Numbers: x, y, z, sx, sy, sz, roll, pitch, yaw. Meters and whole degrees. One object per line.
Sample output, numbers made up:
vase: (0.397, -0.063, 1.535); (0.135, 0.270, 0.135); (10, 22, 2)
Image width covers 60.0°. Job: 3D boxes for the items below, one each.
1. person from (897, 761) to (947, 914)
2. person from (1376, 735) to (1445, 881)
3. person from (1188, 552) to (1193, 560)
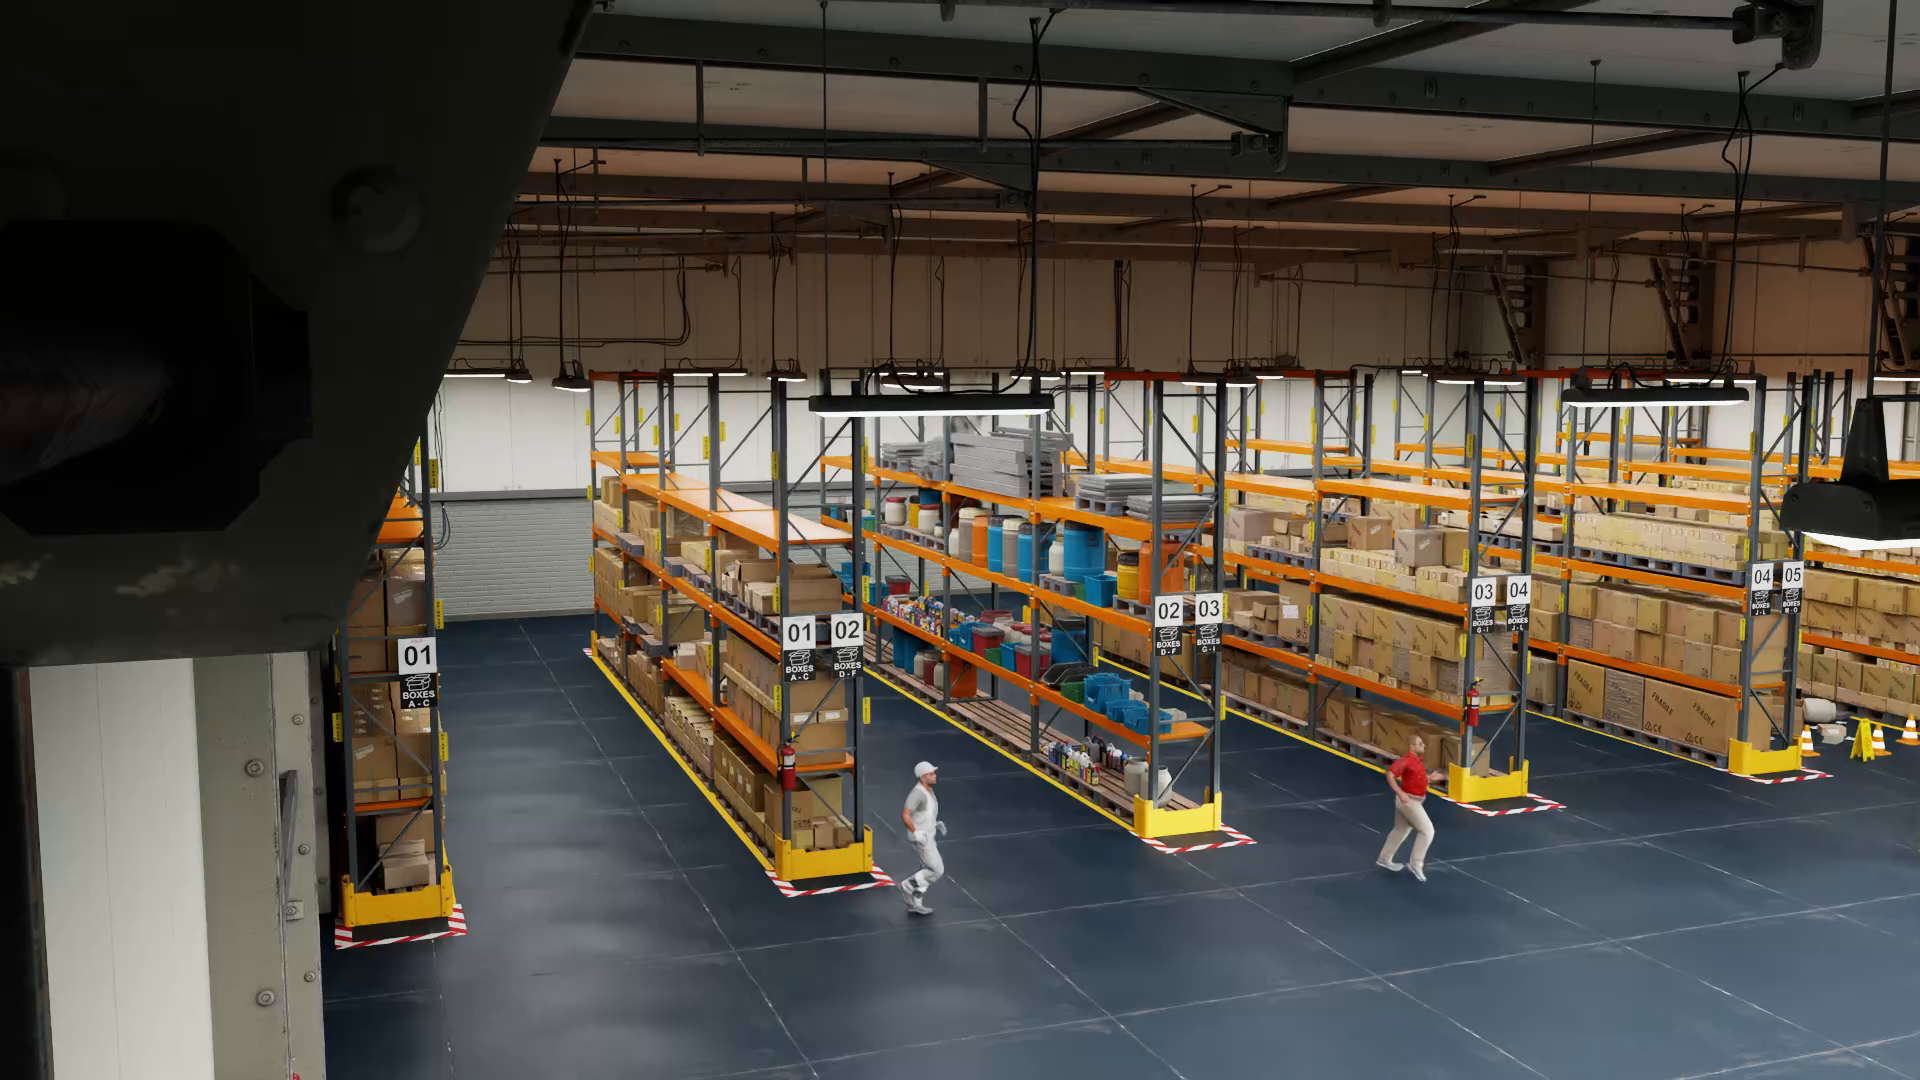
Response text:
person: (-0.430, 3.372, 18.834); (0.548, 1.747, 0.654); (1, 6, 10)
person: (5.482, 3.251, 20.213); (0.764, 1.805, 0.624); (2, 7, 15)
person: (5.382, 1.127, 38.974); (0.729, 1.763, 0.926); (-1, 6, -11)
